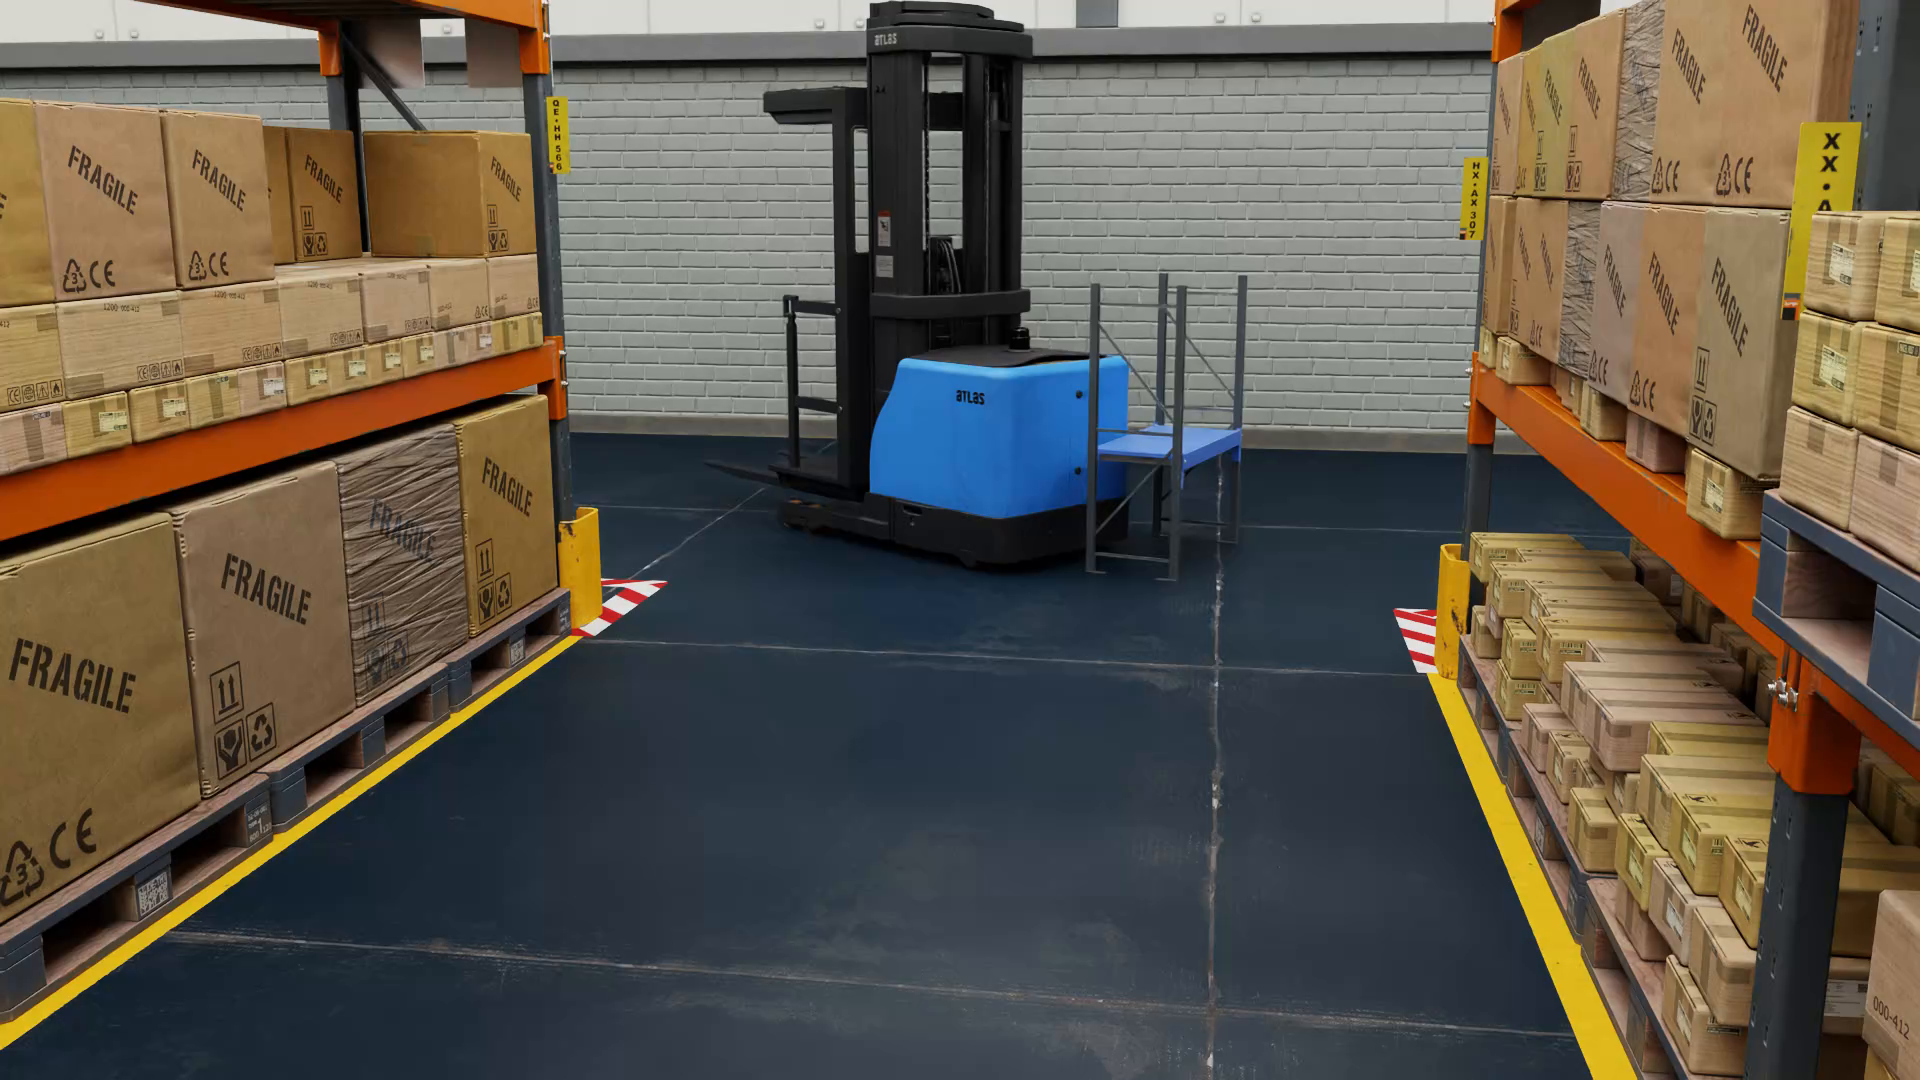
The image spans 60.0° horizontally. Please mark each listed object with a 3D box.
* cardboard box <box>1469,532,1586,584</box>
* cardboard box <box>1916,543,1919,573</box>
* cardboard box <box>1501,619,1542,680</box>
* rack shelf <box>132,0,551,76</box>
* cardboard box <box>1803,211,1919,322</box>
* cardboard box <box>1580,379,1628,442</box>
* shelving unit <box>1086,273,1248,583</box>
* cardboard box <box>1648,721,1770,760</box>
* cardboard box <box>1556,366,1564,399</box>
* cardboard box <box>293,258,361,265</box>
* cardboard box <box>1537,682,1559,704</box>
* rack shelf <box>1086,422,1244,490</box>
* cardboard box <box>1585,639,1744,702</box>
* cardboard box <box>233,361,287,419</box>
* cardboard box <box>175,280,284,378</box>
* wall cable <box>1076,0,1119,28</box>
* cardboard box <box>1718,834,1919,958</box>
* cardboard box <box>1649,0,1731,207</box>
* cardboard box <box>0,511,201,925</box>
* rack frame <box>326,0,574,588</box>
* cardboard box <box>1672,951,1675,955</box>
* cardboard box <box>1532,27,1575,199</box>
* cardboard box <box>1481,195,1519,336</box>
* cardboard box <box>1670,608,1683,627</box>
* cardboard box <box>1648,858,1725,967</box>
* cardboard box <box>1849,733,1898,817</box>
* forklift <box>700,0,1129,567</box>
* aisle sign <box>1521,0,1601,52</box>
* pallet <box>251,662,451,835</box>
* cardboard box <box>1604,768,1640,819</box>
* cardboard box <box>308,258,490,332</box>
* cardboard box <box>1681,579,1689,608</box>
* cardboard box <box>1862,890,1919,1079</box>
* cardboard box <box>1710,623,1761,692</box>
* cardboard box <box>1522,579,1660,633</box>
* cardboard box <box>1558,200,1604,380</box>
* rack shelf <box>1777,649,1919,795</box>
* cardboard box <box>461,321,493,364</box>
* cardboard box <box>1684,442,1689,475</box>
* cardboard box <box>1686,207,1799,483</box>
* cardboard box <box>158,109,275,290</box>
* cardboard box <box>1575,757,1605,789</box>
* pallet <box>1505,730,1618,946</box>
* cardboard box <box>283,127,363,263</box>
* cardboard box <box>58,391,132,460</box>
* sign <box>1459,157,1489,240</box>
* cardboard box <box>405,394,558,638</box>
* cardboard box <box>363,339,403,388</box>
[{"bbox_3d":[2.179,0.072,6.399,0.380,0.149,0.250,1,12,6],"label":"cardboard box"},{"bbox_3d":[1.386,0.003,1.958,0.380,0.149,0.250,2,12,9],"label":"cardboard box"},{"bbox_3d":[2.066,0.379,5.681,0.380,0.149,0.250,2,12,10],"label":"cardboard box"},{"bbox_3d":[-2.598,-1.804,5.332,1.077,0.370,4.000,2,12,9],"label":"rack shelf"},{"bbox_3d":[1.465,-0.398,2.405,0.380,0.149,0.250,3,12,12],"label":"cardboard box"},{"bbox_3d":[1.962,-0.363,4.656,0.380,0.149,0.250,2,12,10],"label":"cardboard box"},{"bbox_3d":[1.115,-0.638,8.892,0.538,1.500,1.048,6,14,26],"label":"shelving unit"},{"bbox_3d":[1.926,0.566,4.107,0.380,0.149,0.250,2,12,11],"label":"cardboard box"},{"bbox_3d":[2.158,-0.522,5.390,0.380,0.149,0.250,2,12,8],"label":"cardboard box"},{"bbox_3d":[-2.704,-0.978,6.562,0.500,0.250,0.500,2,12,8],"label":"cardboard box"},{"bbox_3d":[2.115,0.578,5.462,0.380,0.149,0.250,2,12,9],"label":"cardboard box"},{"bbox_3d":[1.115,-0.462,8.930,0.538,0.185,1.000,6,14,26],"label":"rack shelf"},{"bbox_3d":[2.052,0.402,4.868,0.380,0.149,0.250,2,12,9],"label":"cardboard box"},{"bbox_3d":[-2.333,-0.471,5.155,0.380,0.149,0.250,2,12,9],"label":"cardboard box"},{"bbox_3d":[-2.419,-0.646,5.020,0.500,0.250,0.500,2,12,10],"label":"cardboard box"},{"bbox_3d":[1.985,-6.676,11.477,2.277,5.999,0.120,2,12,9],"label":"wall cable"},{"bbox_3d":[1.777,0.724,3.373,0.380,0.149,0.250,2,12,10],"label":"cardboard box"},{"bbox_3d":[1.859,-0.989,3.645,0.500,0.500,0.500,1,12,7],"label":"cardboard box"},{"bbox_3d":[-2.725,0.426,4.446,0.875,0.875,0.875,2,12,9],"label":"cardboard box"},{"bbox_3d":[-2.290,-1.106,7.504,1.000,3.000,0.127,2,12,9],"label":"rack frame"},{"bbox_3d":[1.826,0.953,3.722,0.380,0.149,0.250,2,12,10],"label":"cardboard box"},{"bbox_3d":[2.090,-1.309,5.132,0.500,0.500,0.500,2,12,7],"label":"cardboard box"},{"bbox_3d":[2.253,-1.034,6.227,0.500,0.500,0.500,2,12,11],"label":"cardboard box"},{"bbox_3d":[2.718,0.346,5.831,0.380,0.149,0.250,1,12,6],"label":"cardboard box"},{"bbox_3d":[1.743,0.819,3.637,0.380,0.149,0.250,1,12,6],"label":"cardboard box"},{"bbox_3d":[2.346,0.577,4.056,0.380,0.149,0.250,2,12,7],"label":"cardboard box"},{"bbox_3d":[-0.428,-1.539,9.679,1.130,2.935,3.031,-11,16,-41],"label":"forklift"},{"bbox_3d":[2.310,-2.220,6.503,0.394,0.787,0.004,2,12,9],"label":"aisle sign"},{"bbox_3d":[-2.526,0.680,5.839,1.003,0.211,1.213,2,12,9],"label":"pallet"},{"bbox_3d":[1.923,0.660,4.375,0.380,0.149,0.250,2,12,10],"label":"cardboard box"},{"bbox_3d":[-2.181,-0.963,6.491,0.500,0.250,0.500,2,12,8],"label":"cardboard box"},{"bbox_3d":[2.754,0.200,5.801,0.380,0.149,0.250,2,12,7],"label":"cardboard box"},{"bbox_3d":[1.605,0.704,2.263,0.500,0.250,0.500,1,12,6],"label":"cardboard box"},{"bbox_3d":[2.515,0.361,5.055,0.380,0.149,0.250,1,12,7],"label":"cardboard box"},{"bbox_3d":[2.133,0.235,5.639,0.380,0.149,0.250,1,12,6],"label":"cardboard box"},{"bbox_3d":[2.036,-0.714,4.741,0.500,0.500,0.500,2,12,7],"label":"cardboard box"},{"bbox_3d":[1.672,0.677,0.941,1.077,0.370,4.000,2,12,9],"label":"rack shelf"},{"bbox_3d":[-2.098,-0.791,6.642,0.380,0.149,0.250,2,12,9],"label":"cardboard box"},{"bbox_3d":[1.932,-0.198,3.888,0.380,0.149,0.250,2,12,7],"label":"cardboard box"},{"bbox_3d":[1.775,-0.395,3.265,0.500,0.500,0.500,2,12,9],"label":"cardboard box"},{"bbox_3d":[-2.421,-1.014,4.948,0.500,0.500,0.500,1,12,7],"label":"cardboard box"},{"bbox_3d":[1.969,0.737,4.725,0.380,0.149,0.250,2,12,10],"label":"cardboard box"},{"bbox_3d":[2.233,0.876,4.927,1.003,0.211,1.213,2,12,9],"label":"pallet"},{"bbox_3d":[-2.708,-1.349,6.504,0.500,0.500,0.500,2,12,7],"label":"cardboard box"},{"bbox_3d":[-2.451,-0.311,4.411,0.380,0.149,0.250,2,12,11],"label":"cardboard box"},{"bbox_3d":[2.059,-1.365,6.651,0.100,0.325,0.005,2,12,9],"label":"sign"},{"bbox_3d":[-2.310,-0.137,7.054,0.875,0.875,0.875,2,12,9],"label":"cardboard box"},{"bbox_3d":[-2.215,-0.631,5.900,0.380,0.149,0.250,2,12,9],"label":"cardboard box"}]
